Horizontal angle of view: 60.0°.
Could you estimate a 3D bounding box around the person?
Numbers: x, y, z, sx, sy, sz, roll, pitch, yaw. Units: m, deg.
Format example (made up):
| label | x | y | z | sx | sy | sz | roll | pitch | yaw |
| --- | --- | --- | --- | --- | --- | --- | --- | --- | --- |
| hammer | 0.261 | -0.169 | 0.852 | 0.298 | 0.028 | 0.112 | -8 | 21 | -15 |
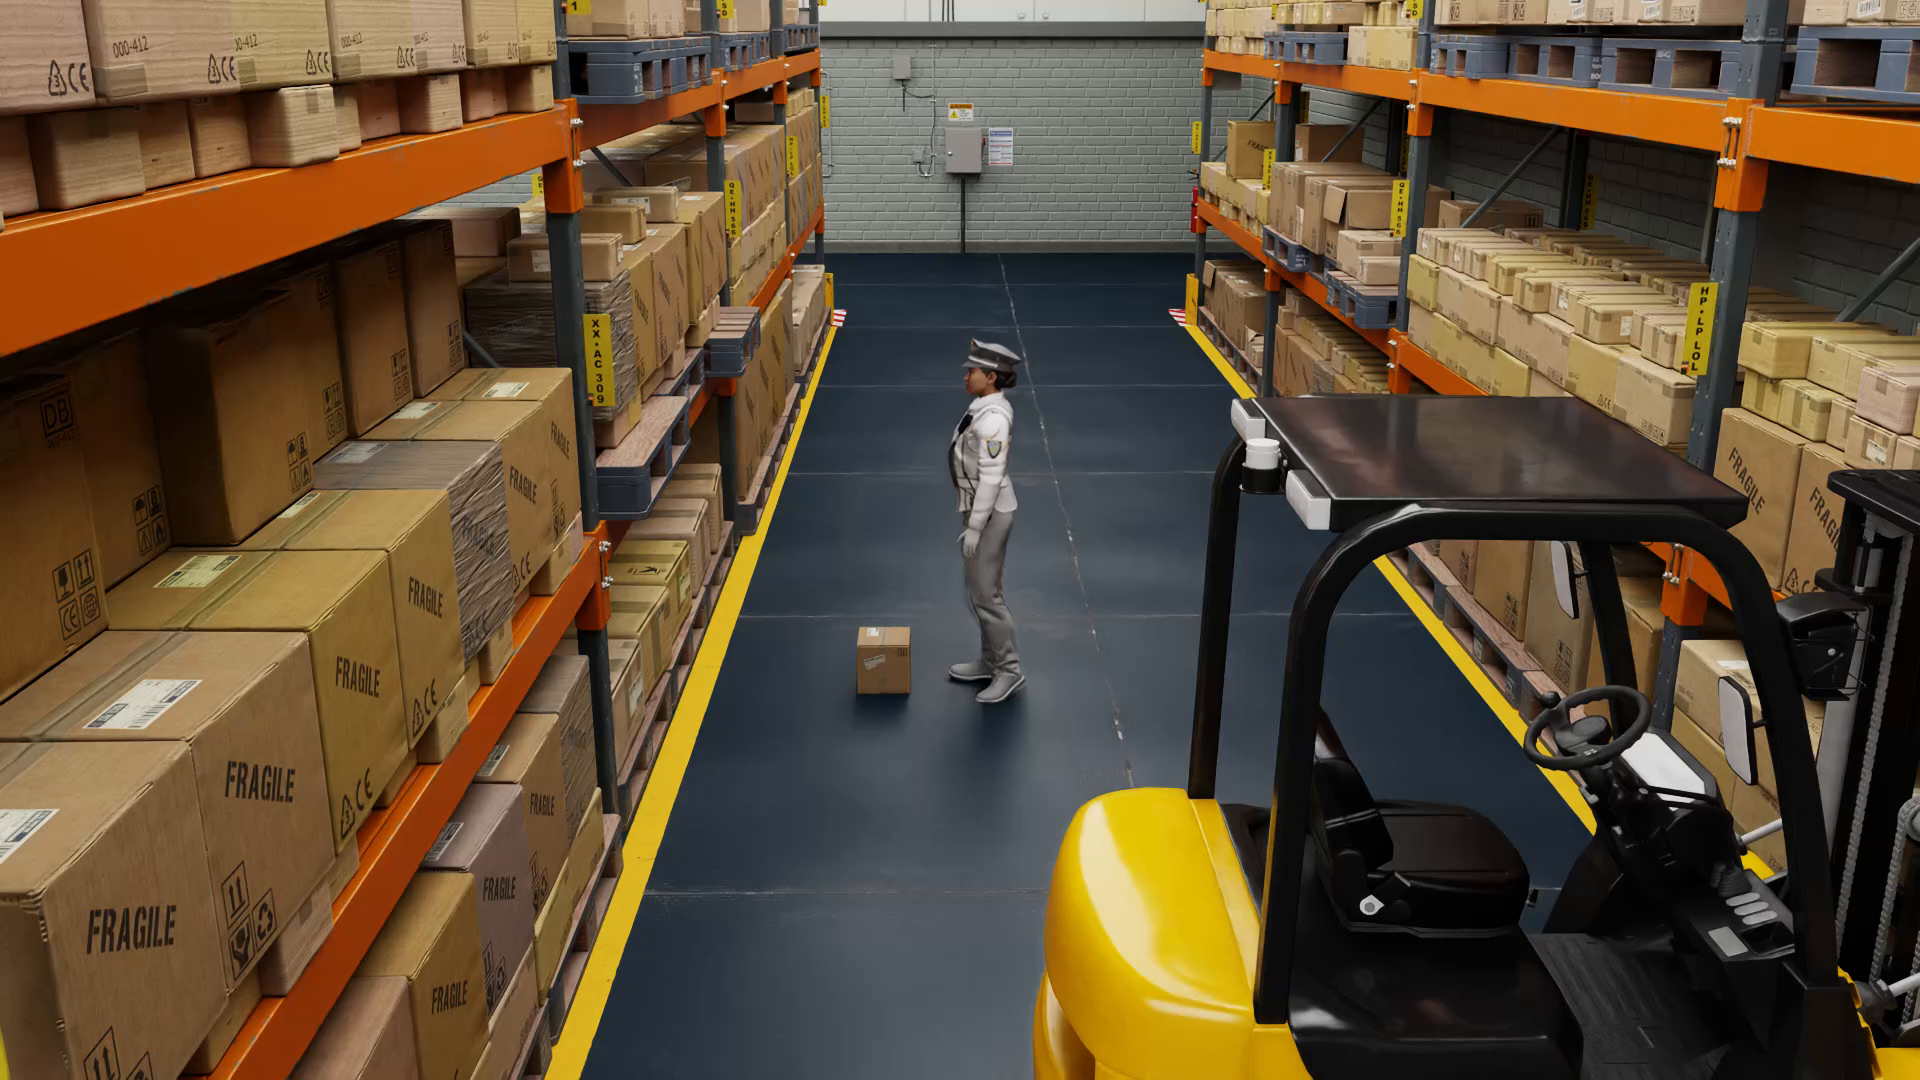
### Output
| label | x | y | z | sx | sy | sz | roll | pitch | yaw |
| --- | --- | --- | --- | --- | --- | --- | --- | --- | --- |
| person | 0.131 | -0.097 | 7.826 | 0.369 | 1.713 | 0.485 | 0 | 17 | 0 |
